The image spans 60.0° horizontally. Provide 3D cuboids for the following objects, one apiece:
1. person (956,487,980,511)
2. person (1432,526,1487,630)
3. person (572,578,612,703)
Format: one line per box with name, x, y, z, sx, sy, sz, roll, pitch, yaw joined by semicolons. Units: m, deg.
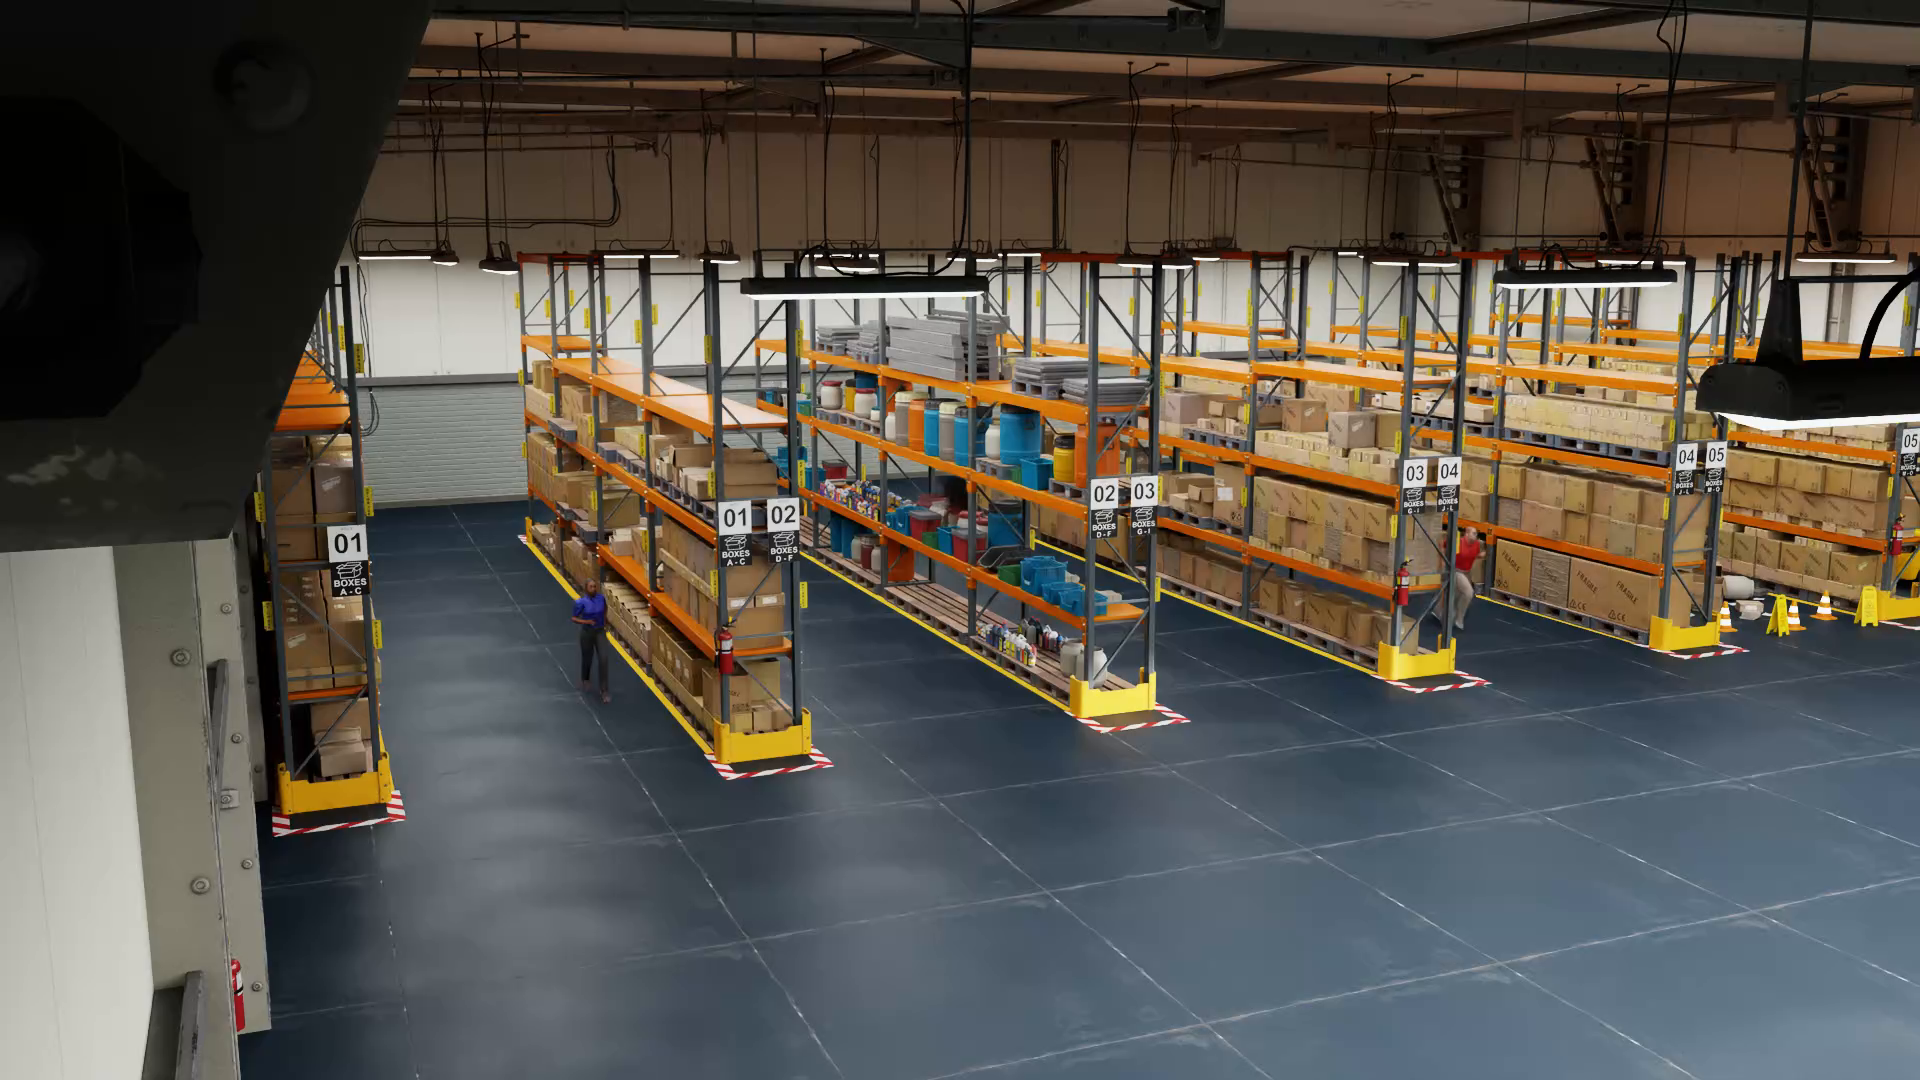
person;0.108;-0.441;32.988;0.604;1.679;0.972;-5;12;-28
person;8.134;0.594;27.157;0.647;1.714;0.947;-9;13;-39
person;-5.094;1.352;23.000;0.569;1.696;0.851;-5;12;-27
